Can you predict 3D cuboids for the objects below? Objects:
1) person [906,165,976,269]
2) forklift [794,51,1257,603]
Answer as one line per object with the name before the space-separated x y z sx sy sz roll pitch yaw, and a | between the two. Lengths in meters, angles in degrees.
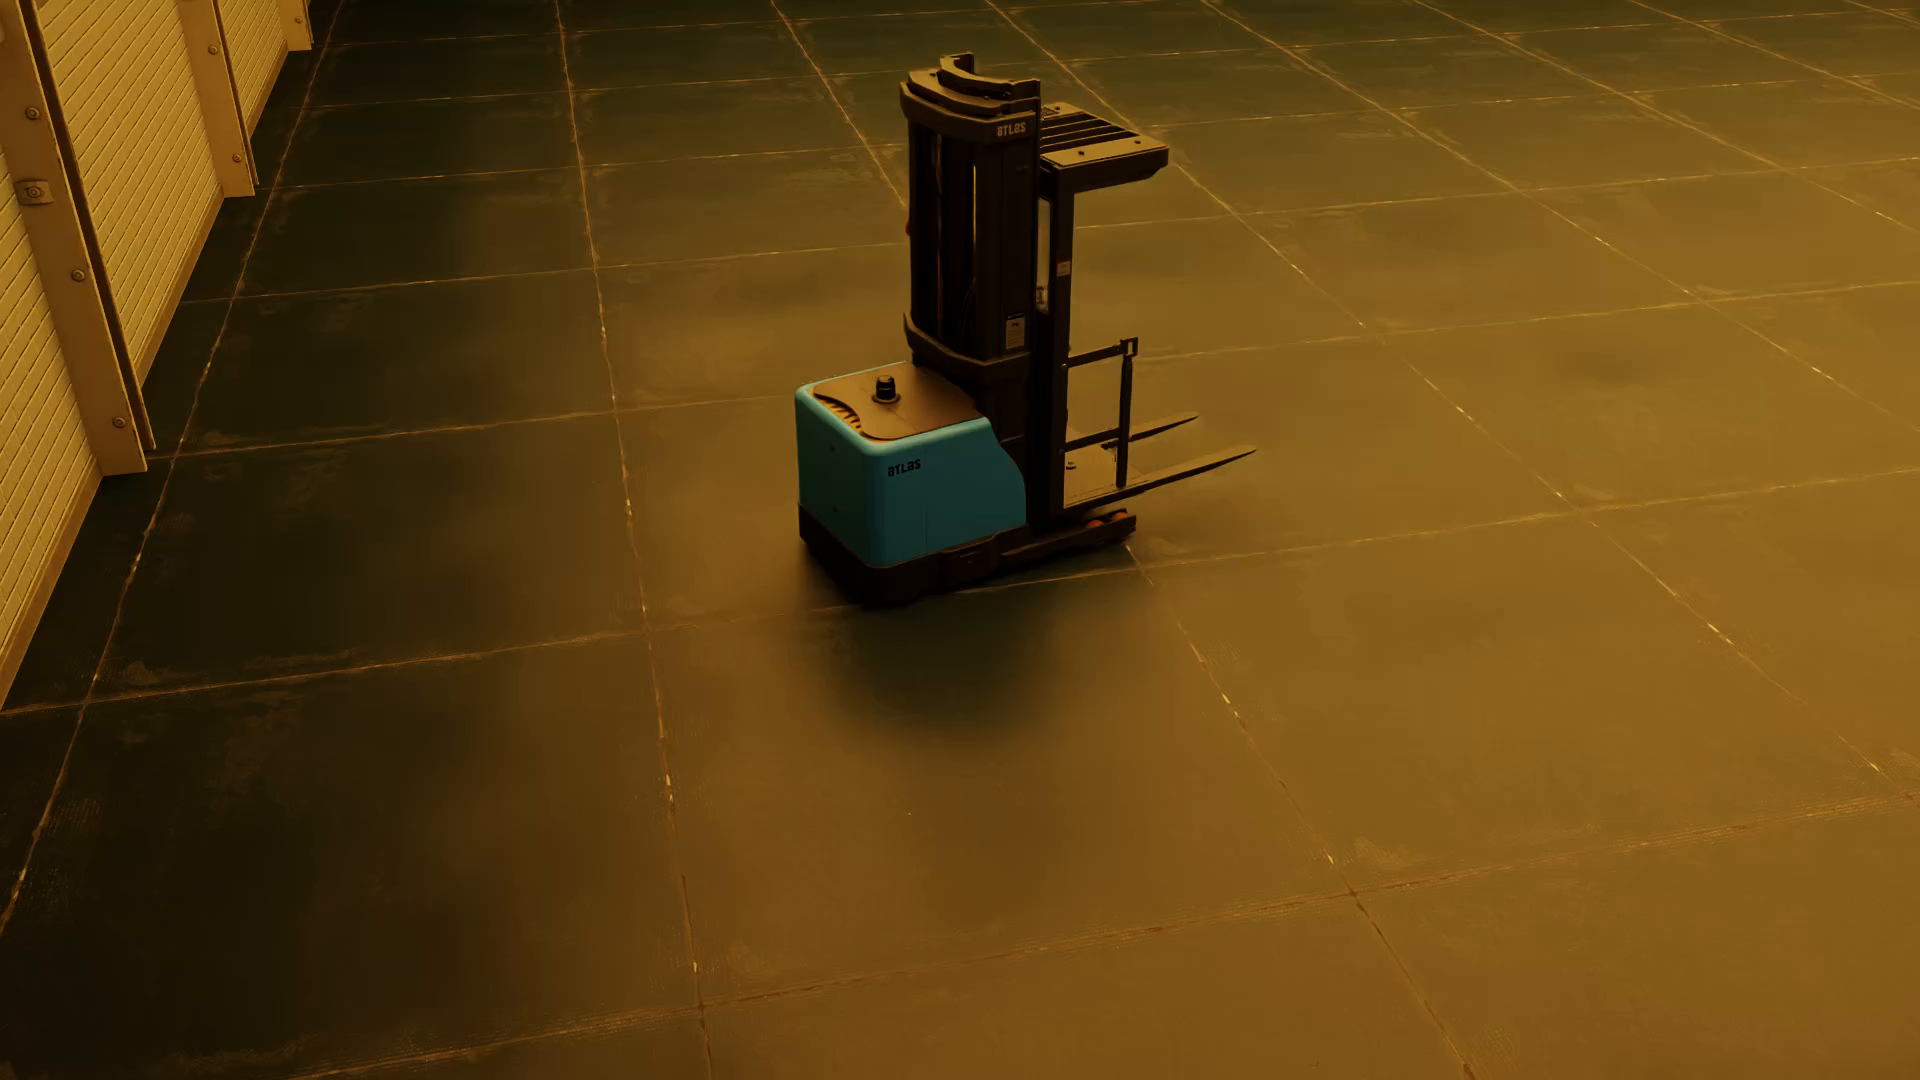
person | 0.046 -2.363 12.839 0.829 1.747 0.583 -11 32 -18
forklift | 0.519 -1.434 10.052 3.031 2.935 1.130 -17 34 -27
